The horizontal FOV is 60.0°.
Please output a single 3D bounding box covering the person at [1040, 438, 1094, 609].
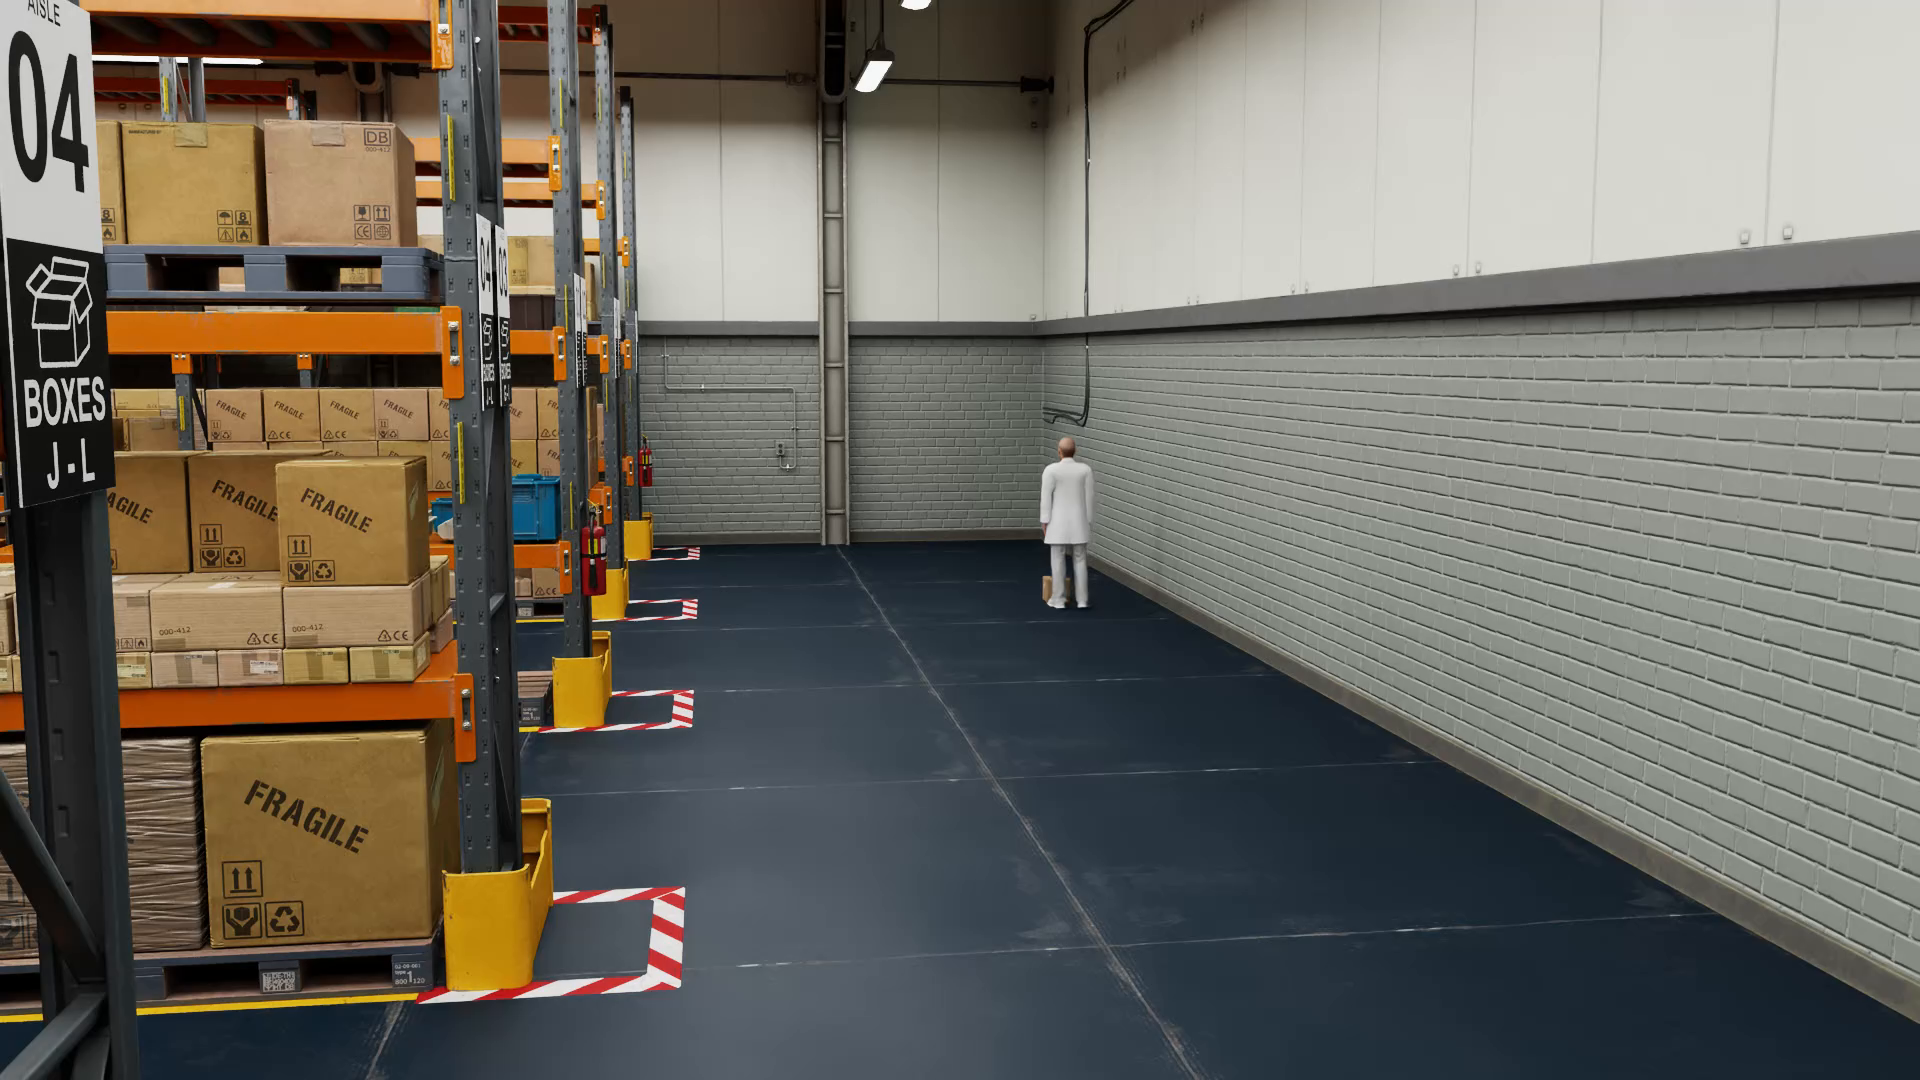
[{"bbox_3d":[1.107,-0.171,17.339,0.563,1.794,0.393,-1,6,-8],"label":"person"}]
